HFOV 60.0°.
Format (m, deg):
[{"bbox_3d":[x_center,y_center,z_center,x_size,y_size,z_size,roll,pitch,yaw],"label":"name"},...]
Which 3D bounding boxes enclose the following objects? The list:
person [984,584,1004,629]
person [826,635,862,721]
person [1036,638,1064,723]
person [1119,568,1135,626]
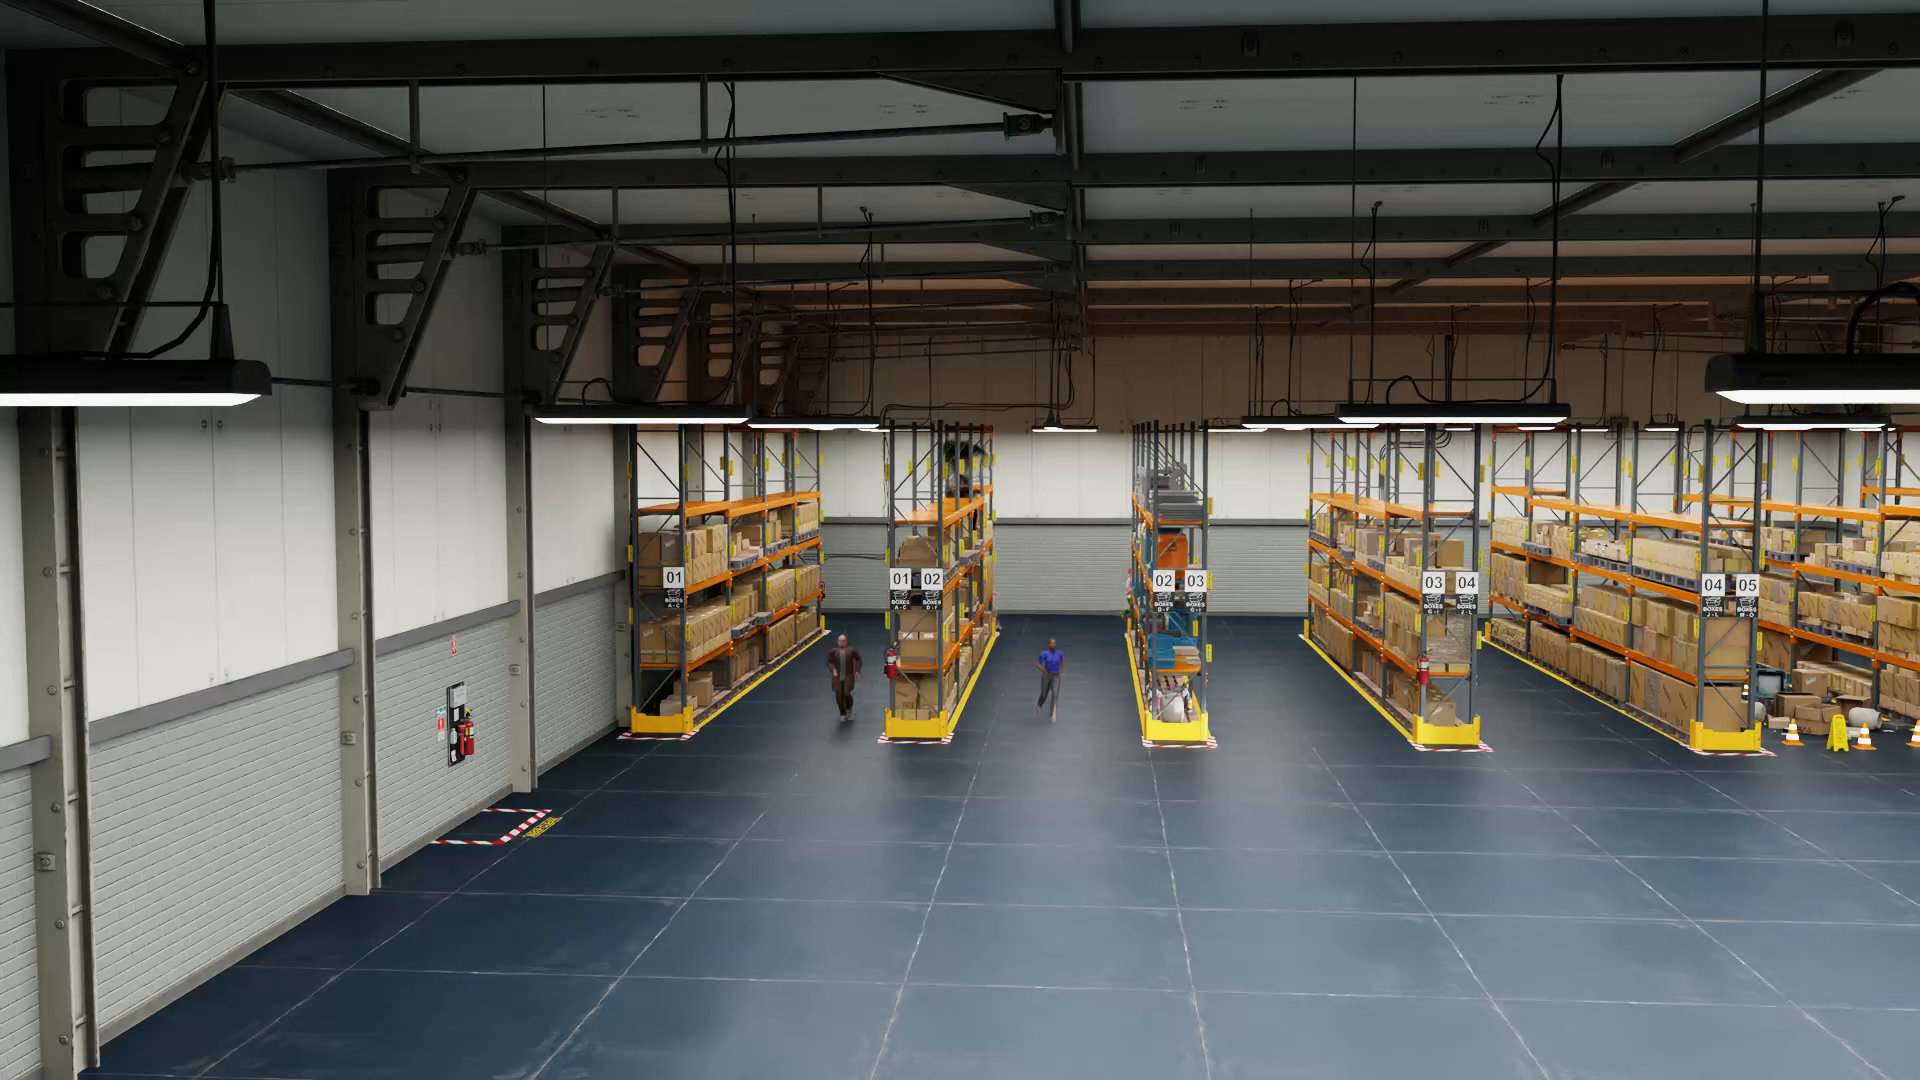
[{"bbox_3d":[0.790,1.775,48.903,0.871,1.742,0.681,2,4,24],"label":"person"},{"bbox_3d":[-2.326,2.780,33.125,0.690,1.687,0.715,0,4,3],"label":"person"},{"bbox_3d":[1.830,2.786,33.342,0.618,1.647,0.958,-1,4,-12],"label":"person"},{"bbox_3d":[5.081,1.715,49.665,0.676,1.752,0.670,2,4,24],"label":"person"}]
